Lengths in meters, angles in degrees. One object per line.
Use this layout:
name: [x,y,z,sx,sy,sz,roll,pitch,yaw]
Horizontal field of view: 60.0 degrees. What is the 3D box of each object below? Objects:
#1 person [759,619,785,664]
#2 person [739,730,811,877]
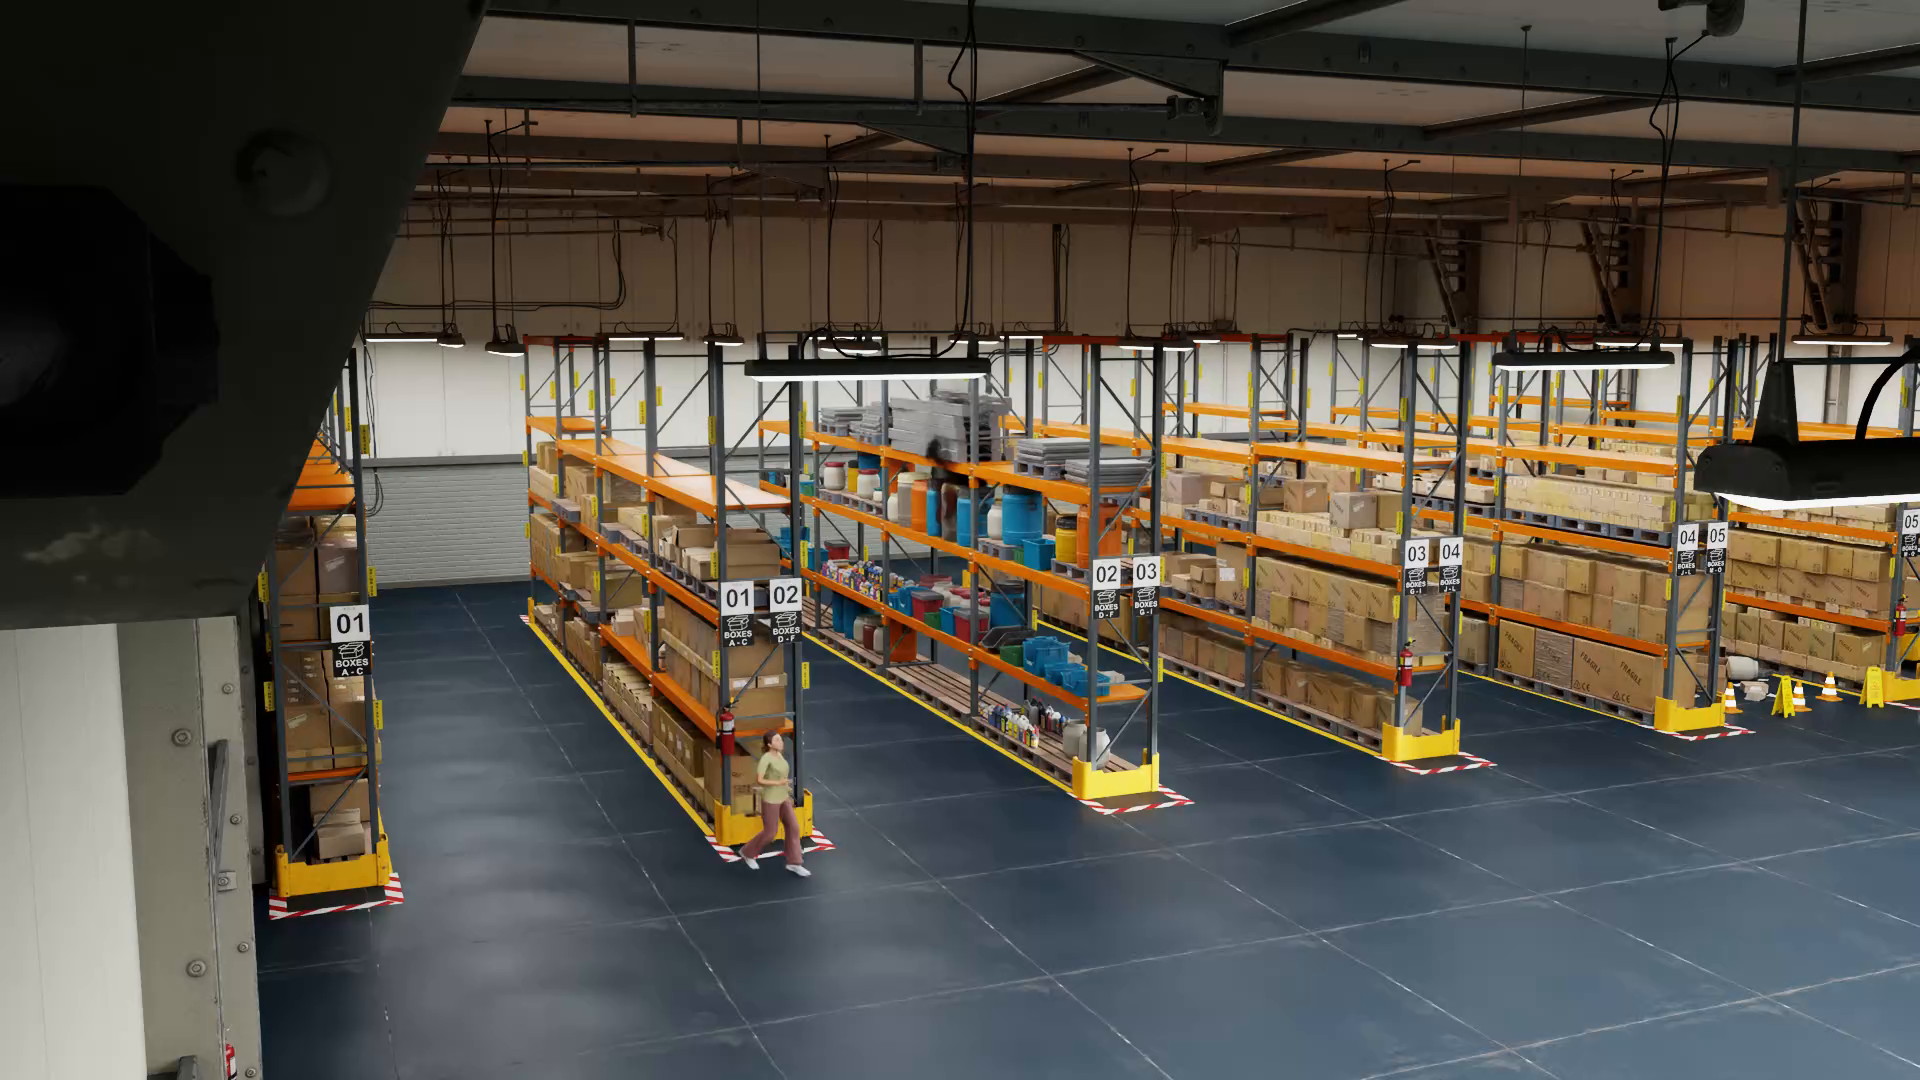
person: [-3.280,1.525,29.221,0.621,1.597,0.774,-5,9,-33]
person: [-2.133,2.993,18.939,0.848,1.693,0.586,3,8,22]
